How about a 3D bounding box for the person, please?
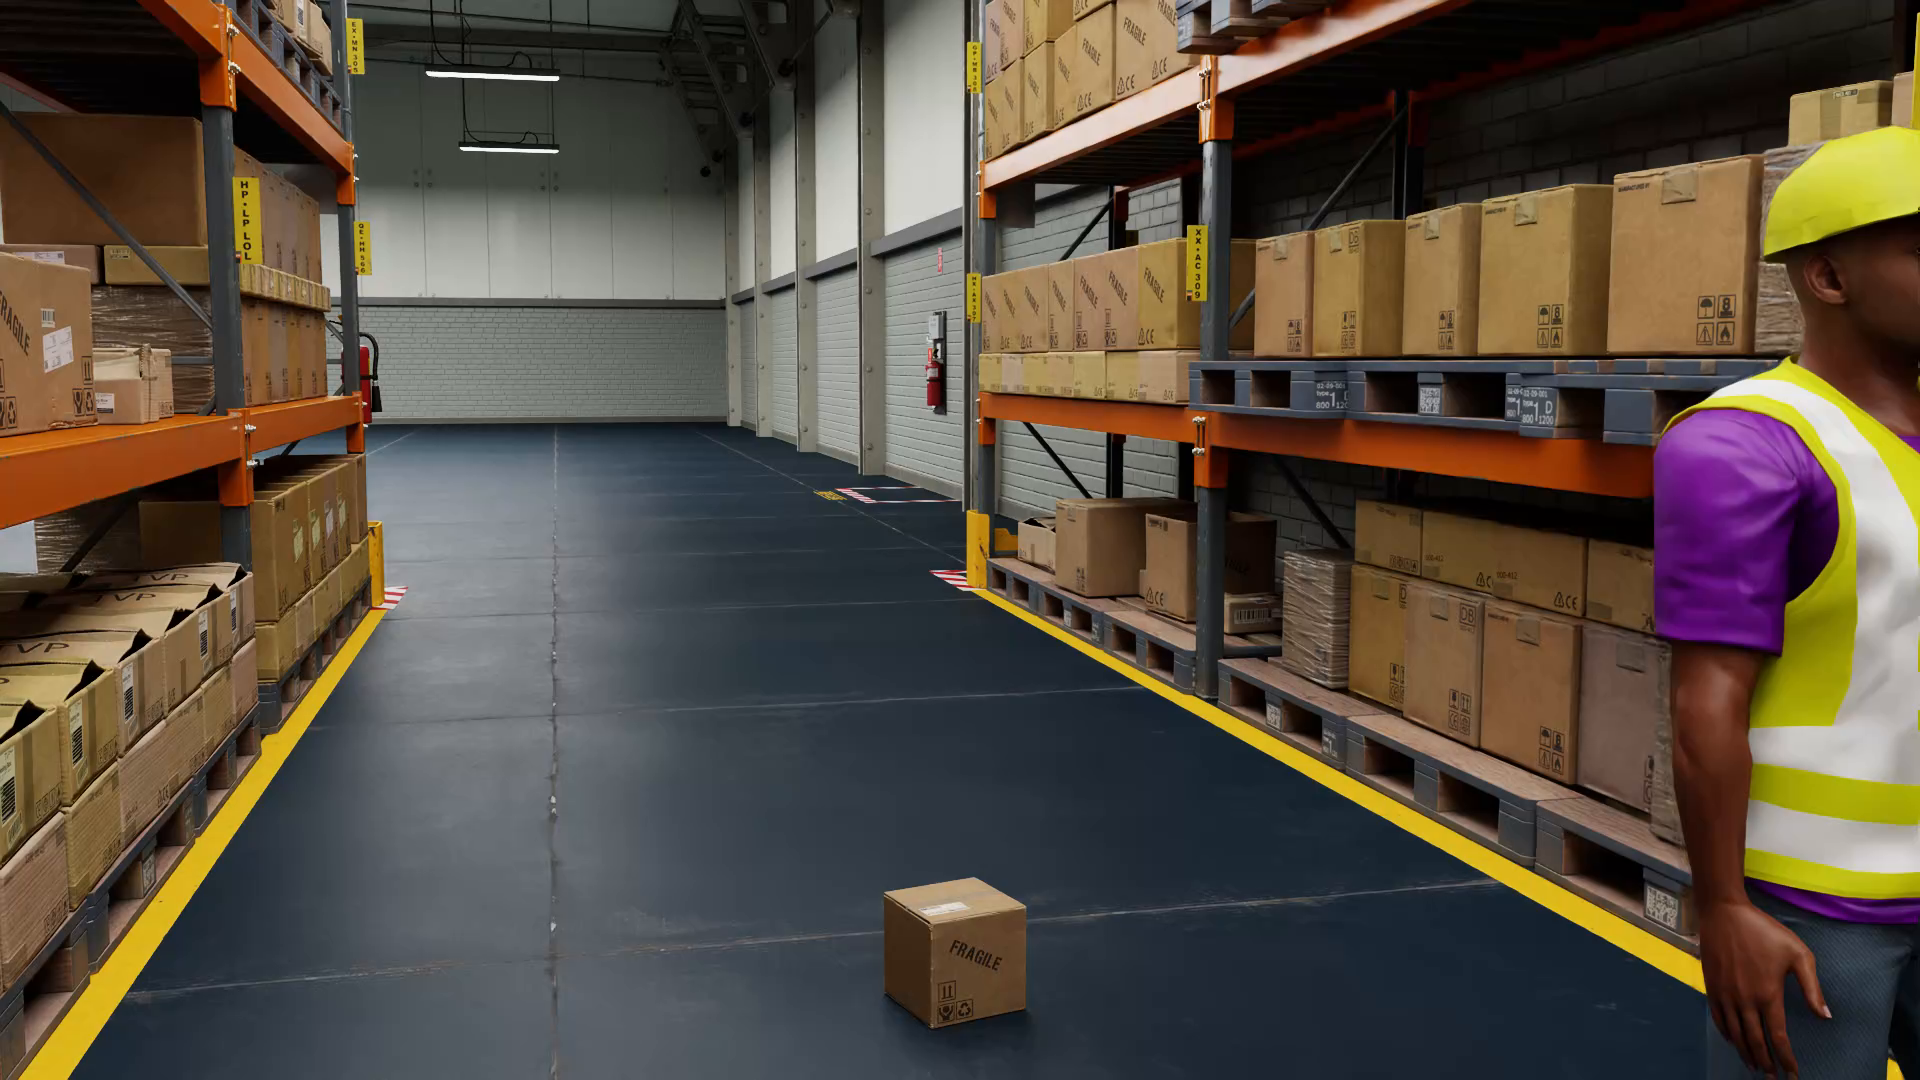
[{"bbox_3d":[1.132,0.410,1.867,0.576,1.749,0.745,-3,7,-22],"label":"person"}]
